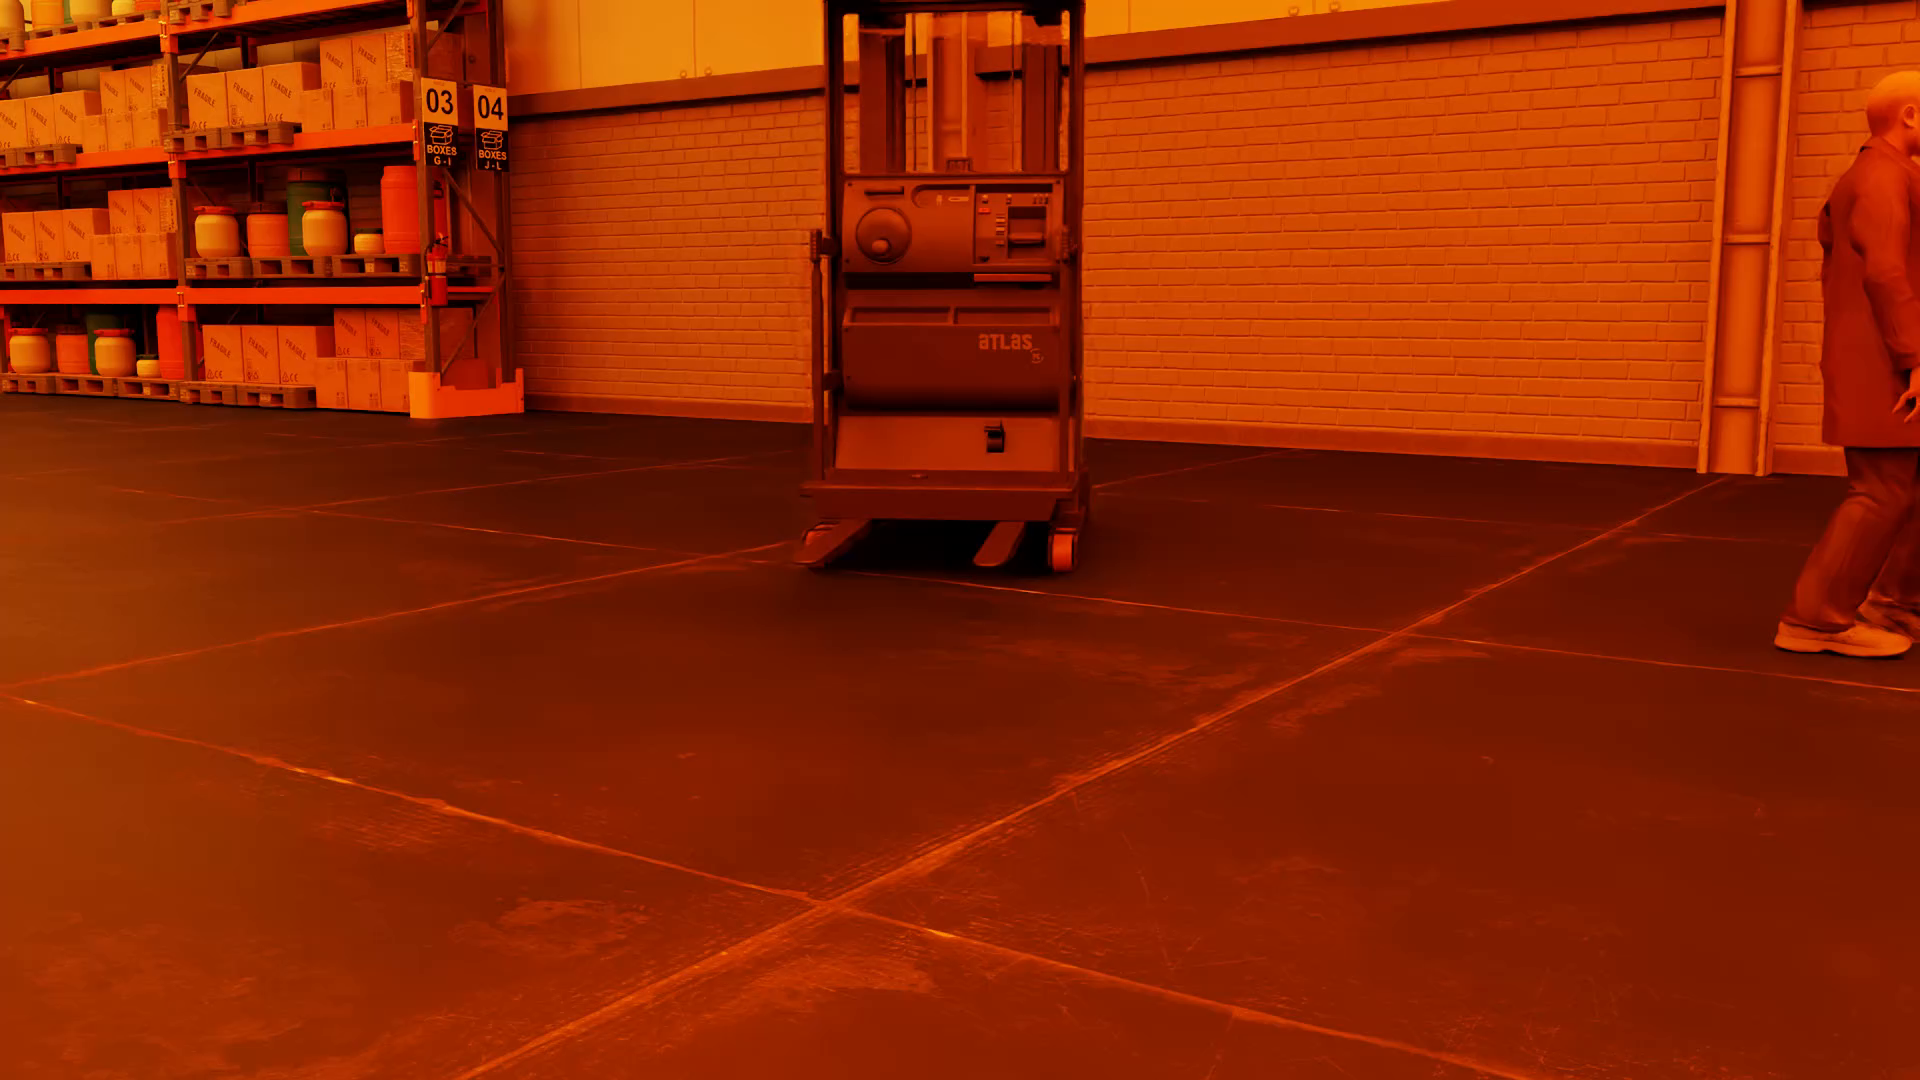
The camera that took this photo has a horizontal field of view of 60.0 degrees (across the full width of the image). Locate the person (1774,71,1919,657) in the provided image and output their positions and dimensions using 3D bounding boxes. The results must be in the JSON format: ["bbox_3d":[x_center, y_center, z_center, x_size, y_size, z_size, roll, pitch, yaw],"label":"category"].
[{"bbox_3d":[2.839,-0.491,5.077,0.559,1.828,0.699,3,9,19],"label":"person"}]

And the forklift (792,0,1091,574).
[{"bbox_3d":[-0.051,-1.364,6.788,1.130,2.935,3.031,1,8,6],"label":"forklift"}]
